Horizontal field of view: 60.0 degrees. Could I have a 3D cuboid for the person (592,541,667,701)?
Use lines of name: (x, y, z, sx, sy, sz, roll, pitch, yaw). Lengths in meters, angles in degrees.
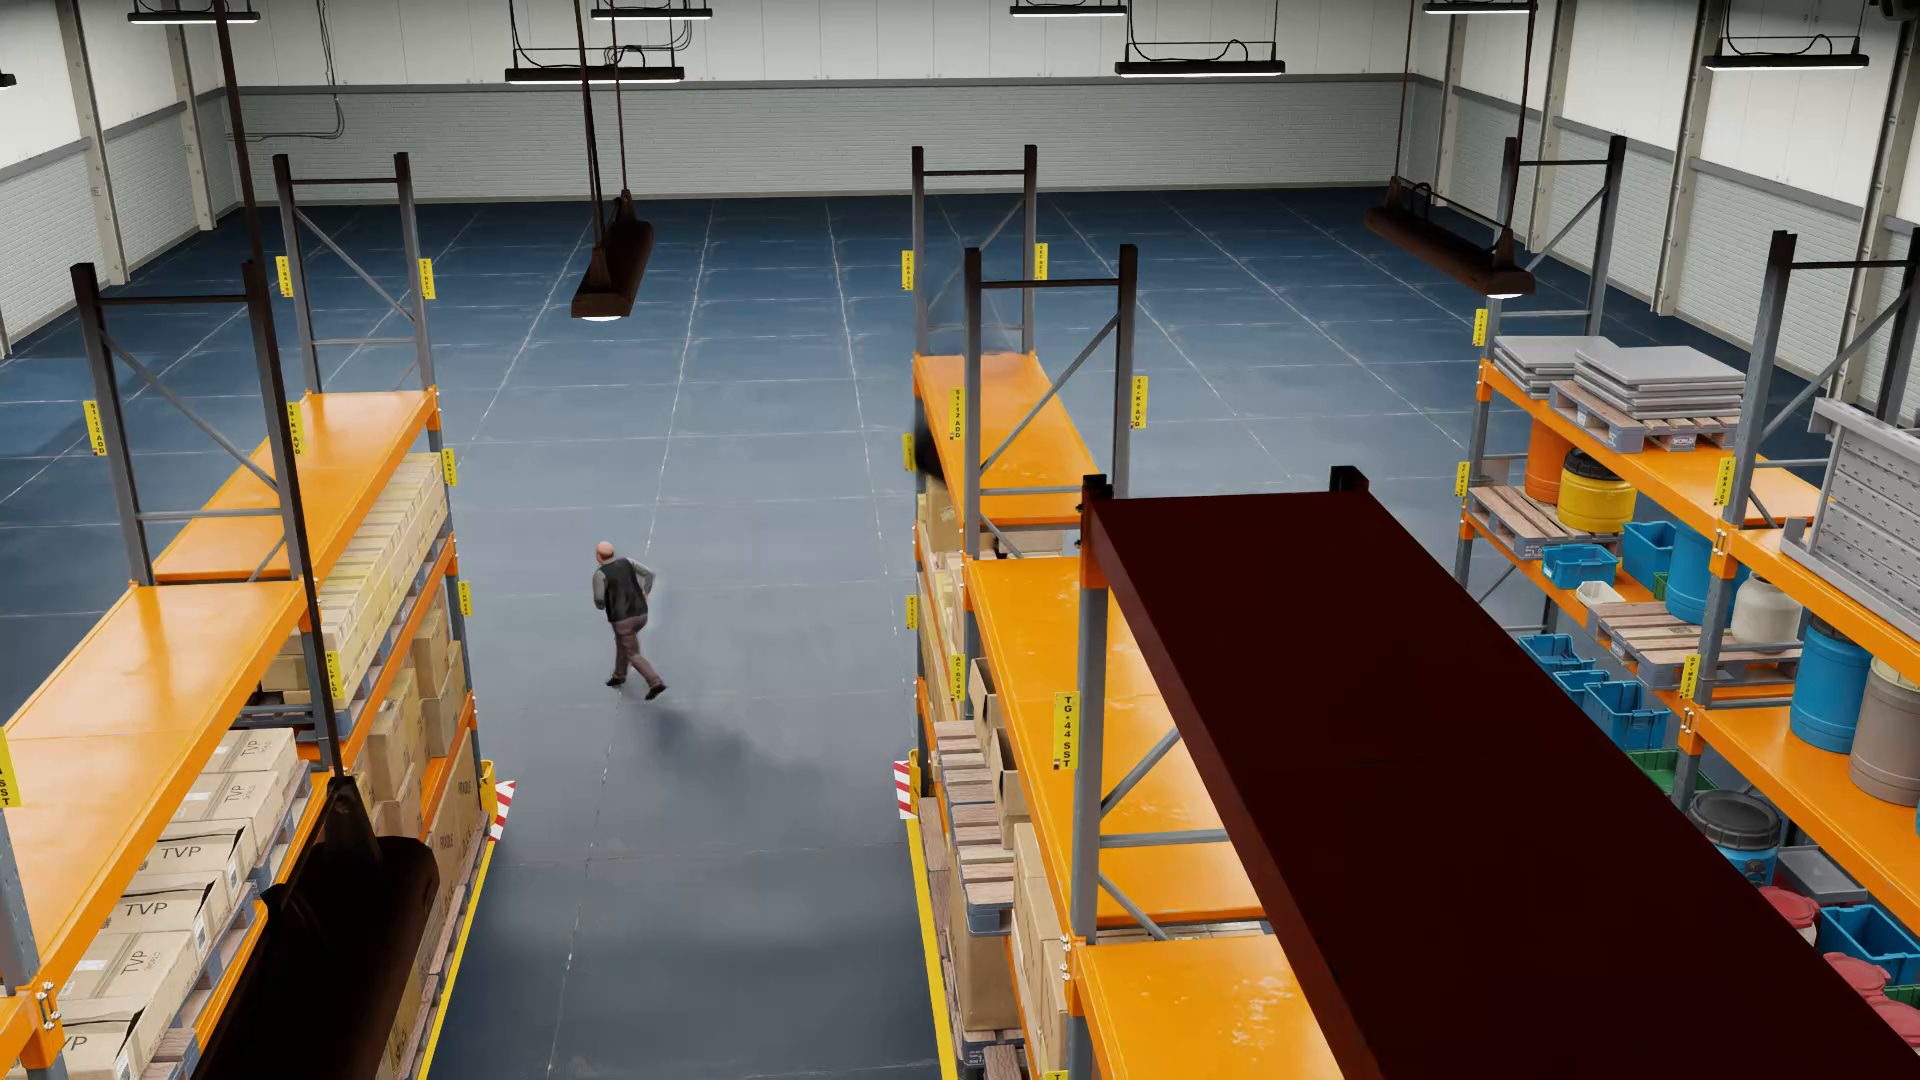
person: (-3.385, 0.891, 17.221, 1.007, 1.681, 0.696, 20, 29, 41)
